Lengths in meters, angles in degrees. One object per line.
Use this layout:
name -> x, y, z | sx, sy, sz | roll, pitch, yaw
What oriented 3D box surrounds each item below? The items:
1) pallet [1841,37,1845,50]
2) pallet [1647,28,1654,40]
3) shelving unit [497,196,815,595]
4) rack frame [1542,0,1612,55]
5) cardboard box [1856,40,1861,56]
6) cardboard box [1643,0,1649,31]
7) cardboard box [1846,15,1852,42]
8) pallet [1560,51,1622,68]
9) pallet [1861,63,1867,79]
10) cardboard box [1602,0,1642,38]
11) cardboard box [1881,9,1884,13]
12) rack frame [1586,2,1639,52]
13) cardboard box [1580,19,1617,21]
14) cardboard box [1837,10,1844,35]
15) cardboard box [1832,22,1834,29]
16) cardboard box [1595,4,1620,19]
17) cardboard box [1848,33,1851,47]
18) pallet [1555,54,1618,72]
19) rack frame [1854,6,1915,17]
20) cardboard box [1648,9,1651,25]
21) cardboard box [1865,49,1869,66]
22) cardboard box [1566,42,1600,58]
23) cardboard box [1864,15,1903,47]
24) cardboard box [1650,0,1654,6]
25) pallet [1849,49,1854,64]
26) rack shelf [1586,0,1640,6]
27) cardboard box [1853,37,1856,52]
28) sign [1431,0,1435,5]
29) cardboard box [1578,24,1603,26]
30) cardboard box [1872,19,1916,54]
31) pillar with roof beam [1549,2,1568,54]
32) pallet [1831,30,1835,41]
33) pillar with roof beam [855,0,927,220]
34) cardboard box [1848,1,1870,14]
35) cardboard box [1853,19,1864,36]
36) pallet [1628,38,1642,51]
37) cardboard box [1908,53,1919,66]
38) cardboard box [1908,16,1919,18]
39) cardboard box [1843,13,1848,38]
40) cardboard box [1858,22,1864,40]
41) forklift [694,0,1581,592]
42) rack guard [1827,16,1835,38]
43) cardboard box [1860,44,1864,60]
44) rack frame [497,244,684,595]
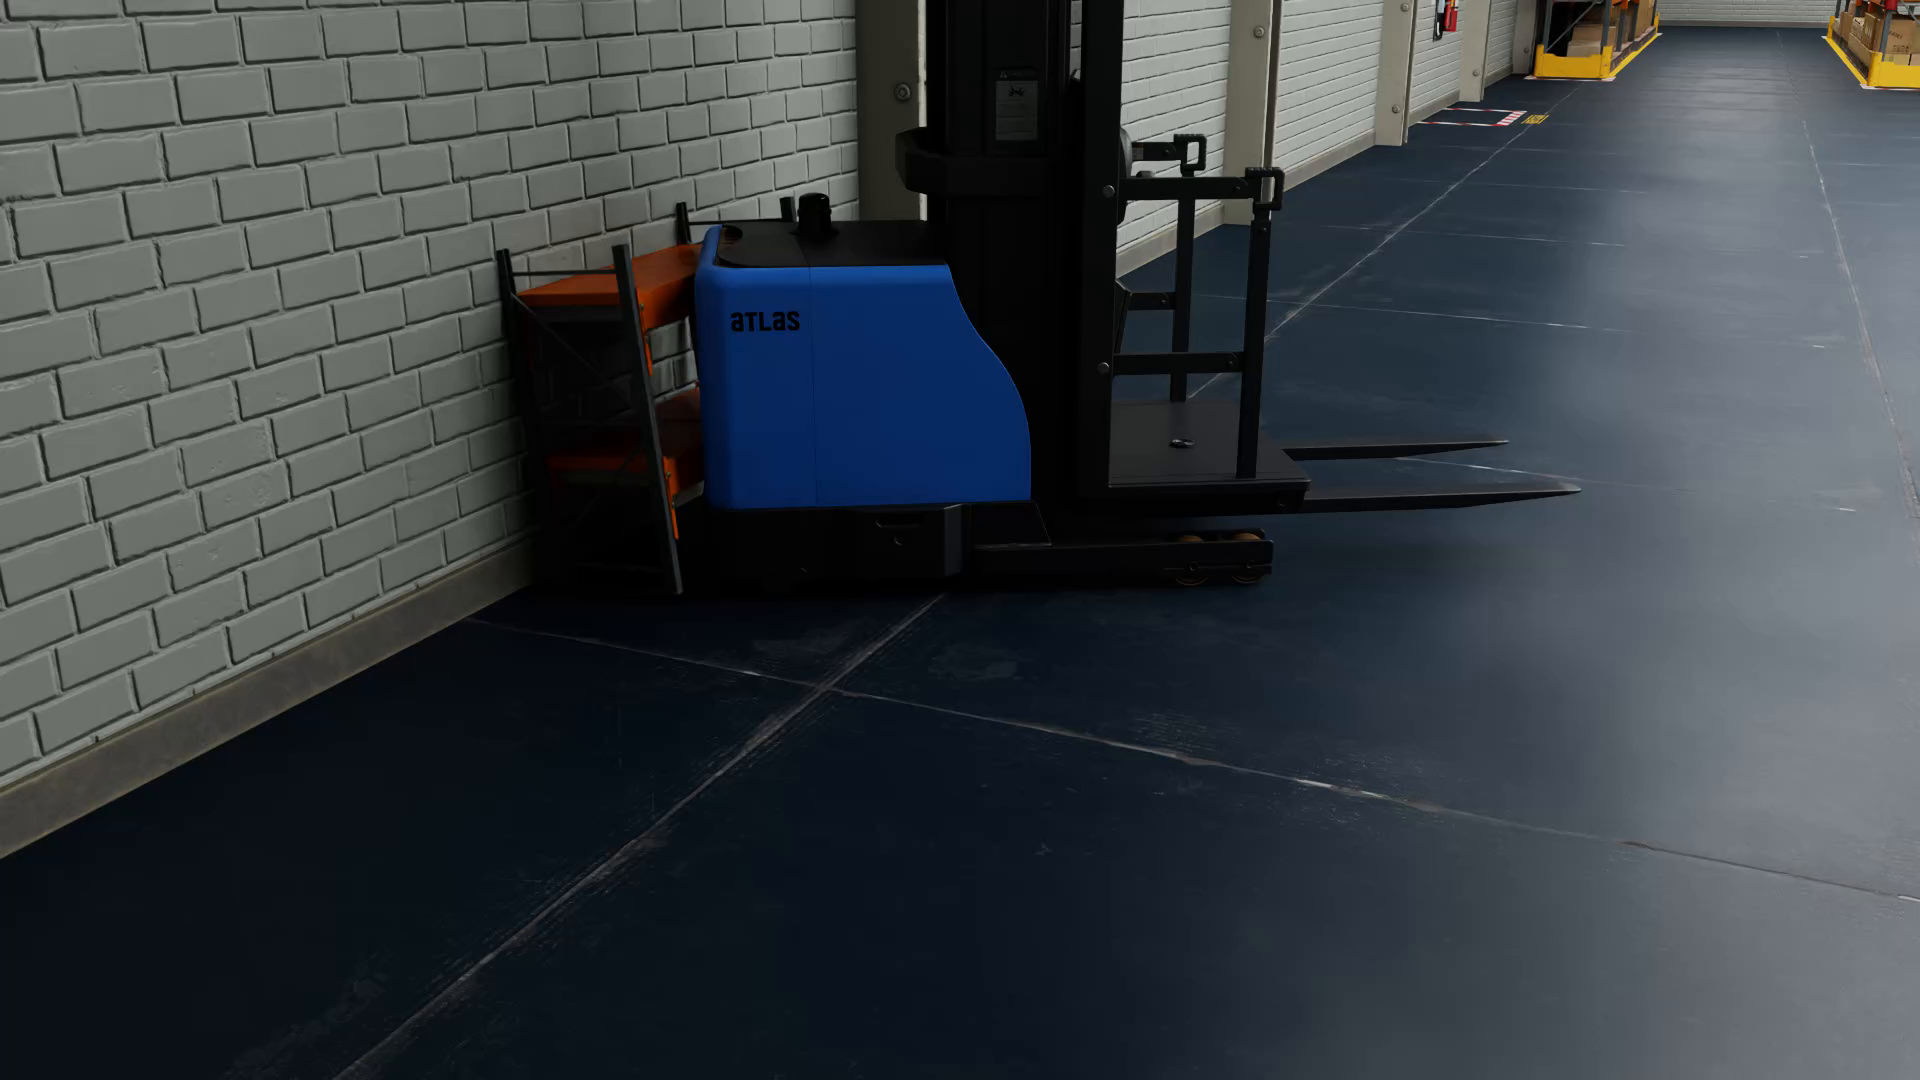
pallet -> 19.232, -10.494, 35.163 | 1.003, 0.211, 1.213 | 9, 21, 23
pallet -> 15.891, -12.023, 39.461 | 1.003, 0.211, 1.213 | 9, 21, 23
shelving unit -> -0.976, -0.532, 5.740 | 0.538, 1.125, 1.048 | 3, 20, 25
rack frame -> 10.096, -9.072, 27.003 | 1.000, 3.000, 0.127 | 9, 21, 23
cardboard box -> 16.160, -8.685, 29.391 | 0.500, 0.250, 0.500 | 8, 21, 22
cardboard box -> 14.863, -11.709, 36.998 | 0.750, 0.750, 0.750 | 9, 21, 23
cardboard box -> 18.274, -10.345, 33.655 | 0.500, 0.500, 0.500 | 8, 21, 21
pallet -> 11.492, -8.771, 30.317 | 1.003, 0.211, 1.213 | 9, 21, 23
pallet -> 15.393, -7.691, 27.280 | 1.003, 0.211, 1.213 | 9, 21, 23
cardboard box -> 13.793, -10.910, 34.750 | 0.750, 0.750, 0.750 | 8, 21, 22
cardboard box -> 20.296, -11.668, 37.371 | 0.797, 0.503, 0.637 | 9, 21, 23
rack frame -> 13.372, -11.518, 33.879 | 1.000, 3.000, 0.127 | 9, 21, 23
cardboard box -> 12.186, -9.717, 31.889 | 0.700, 0.500, 0.500 | 8, 21, 22
cardboard box -> 19.506, -11.305, 36.354 | 0.500, 0.500, 0.500 | 9, 21, 23
cardboard box -> 20.582, -12.000, 38.806 | 0.380, 0.166, 0.250 | 9, 21, 23
cardboard box -> 12.628, -10.350, 32.550 | 0.500, 0.250, 0.500 | 8, 21, 22
cardboard box -> 17.411, -9.622, 32.025 | 0.500, 0.250, 0.500 | 8, 21, 23
pallet -> 10.993, -8.397, 29.265 | 1.003, 0.211, 1.213 | 9, 21, 23
rack frame -> 17.893, -10.839, 31.971 | 1.000, 3.000, 0.127 | 9, 21, 23
cardboard box -> 16.043, -12.449, 39.601 | 0.700, 0.500, 0.500 | 8, 21, 21
cardboard box -> 14.964, -7.808, 26.925 | 0.500, 0.250, 0.500 | 9, 21, 23
cardboard box -> 10.462, -8.212, 27.939 | 0.500, 0.311, 0.500 | 6, 20, 17
cardboard box -> 15.370, -8.468, 27.660 | 0.500, 0.500, 0.500 | 9, 21, 23
cardboard box -> 16.462, -12.919, 39.955 | 0.380, 0.149, 0.250 | 9, 22, 24
pallet -> 17.019, -8.908, 30.701 | 1.003, 0.211, 1.213 | 9, 21, 23
rack shelf -> 12.553, -10.568, 32.280 | 1.077, 0.370, 4.000 | 9, 21, 23
cardboard box -> 16.788, -9.152, 30.702 | 0.500, 0.250, 0.500 | 9, 21, 24
sign -> 5.770, -6.683, 20.230 | 0.001, 0.329, 0.234 | 9, 21, 23
cardboard box -> 11.346, -9.002, 29.878 | 0.500, 0.500, 0.500 | 7, 21, 19
cardboard box -> 14.565, -7.854, 25.935 | 0.500, 0.500, 0.500 | 9, 21, 23
pillar with roof beam -> 15.978, -13.475, 30.429 | 9.100, 9.000, 0.400 | 9, 21, 23
pallet -> 20.812, -11.704, 38.564 | 1.003, 0.211, 1.213 | 9, 21, 23
pillar with roof beam -> 3.693, -4.304, 4.642 | 9.100, 9.000, 0.400 | 9, 21, 23
cardboard box -> 18.701, -11.025, 34.447 | 0.500, 0.250, 0.500 | 9, 21, 23
cardboard box -> 16.992, -9.569, 31.038 | 0.500, 0.311, 0.500 | 8, 21, 21
pallet -> 13.764, -10.435, 34.995 | 1.003, 0.211, 1.213 | 9, 21, 23
cardboard box -> 15.040, -7.430, 25.860 | 0.500, 0.250, 0.500 | 9, 21, 23
cardboard box -> 15.656, -8.241, 27.023 | 0.500, 0.500, 0.500 | 9, 21, 23
cardboard box -> 18.902, -10.813, 34.970 | 0.500, 0.500, 0.500 | 9, 21, 23
cardboard box -> 16.367, -9.106, 29.738 | 0.500, 0.311, 0.500 | 9, 22, 24
forklift -> 0.626, -1.403, 5.539 | 3.031, 2.935, 1.130 | -2, 20, -6
rack guard -> 21.138, -12.084, 39.201 | 1.175, 0.500, 0.348 | 9, 21, 23
cardboard box -> 15.579, -8.267, 28.214 | 0.500, 0.250, 0.500 | 9, 21, 23
rack frame -> -1.183, -0.370, 5.305 | 0.500, 1.125, 0.032 | 3, 20, 25
